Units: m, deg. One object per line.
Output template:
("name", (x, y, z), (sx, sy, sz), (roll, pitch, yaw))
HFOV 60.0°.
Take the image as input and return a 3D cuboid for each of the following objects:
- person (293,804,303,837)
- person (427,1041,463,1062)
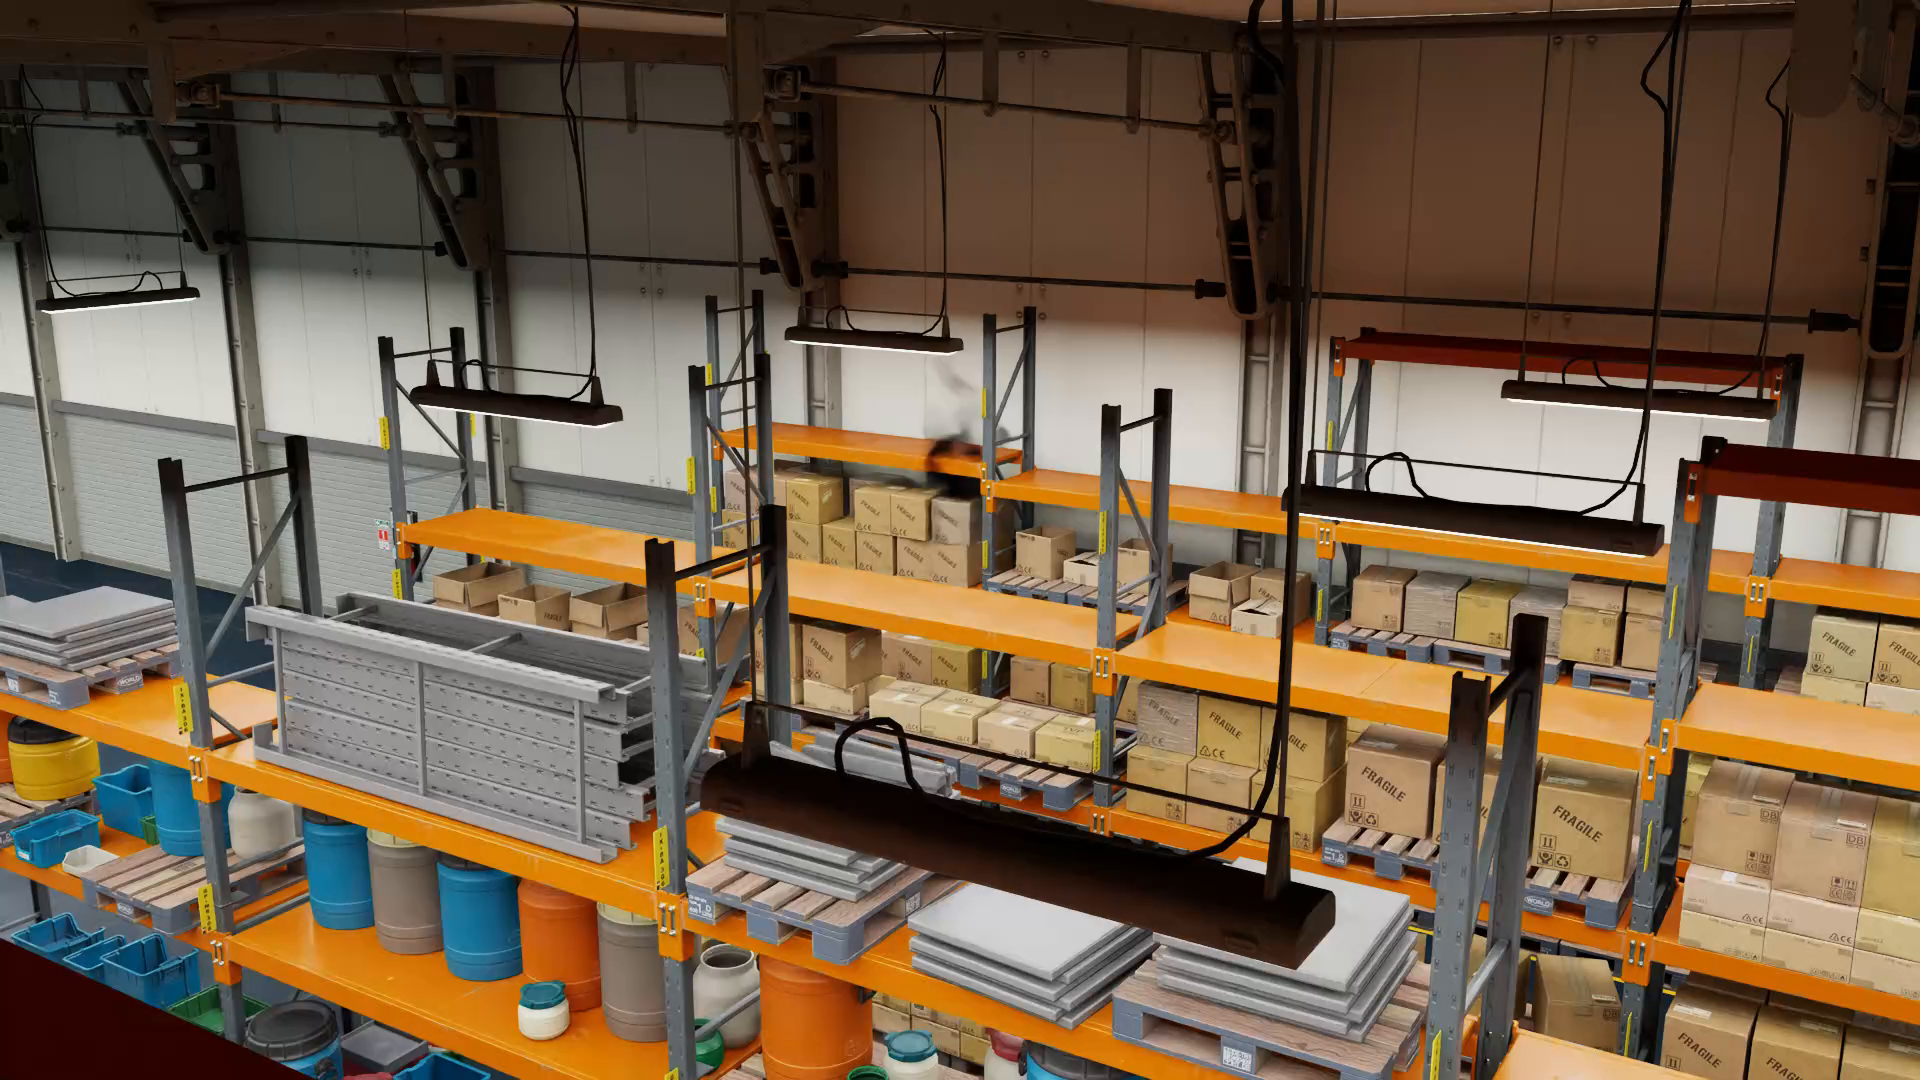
("person", (-7.462, 2.828, 18.338), (0.704, 1.710, 0.579), (-8, 16, -29))
("person", (-4.066, 4.021, 13.218), (0.814, 1.824, 0.640), (9, 16, 32))
